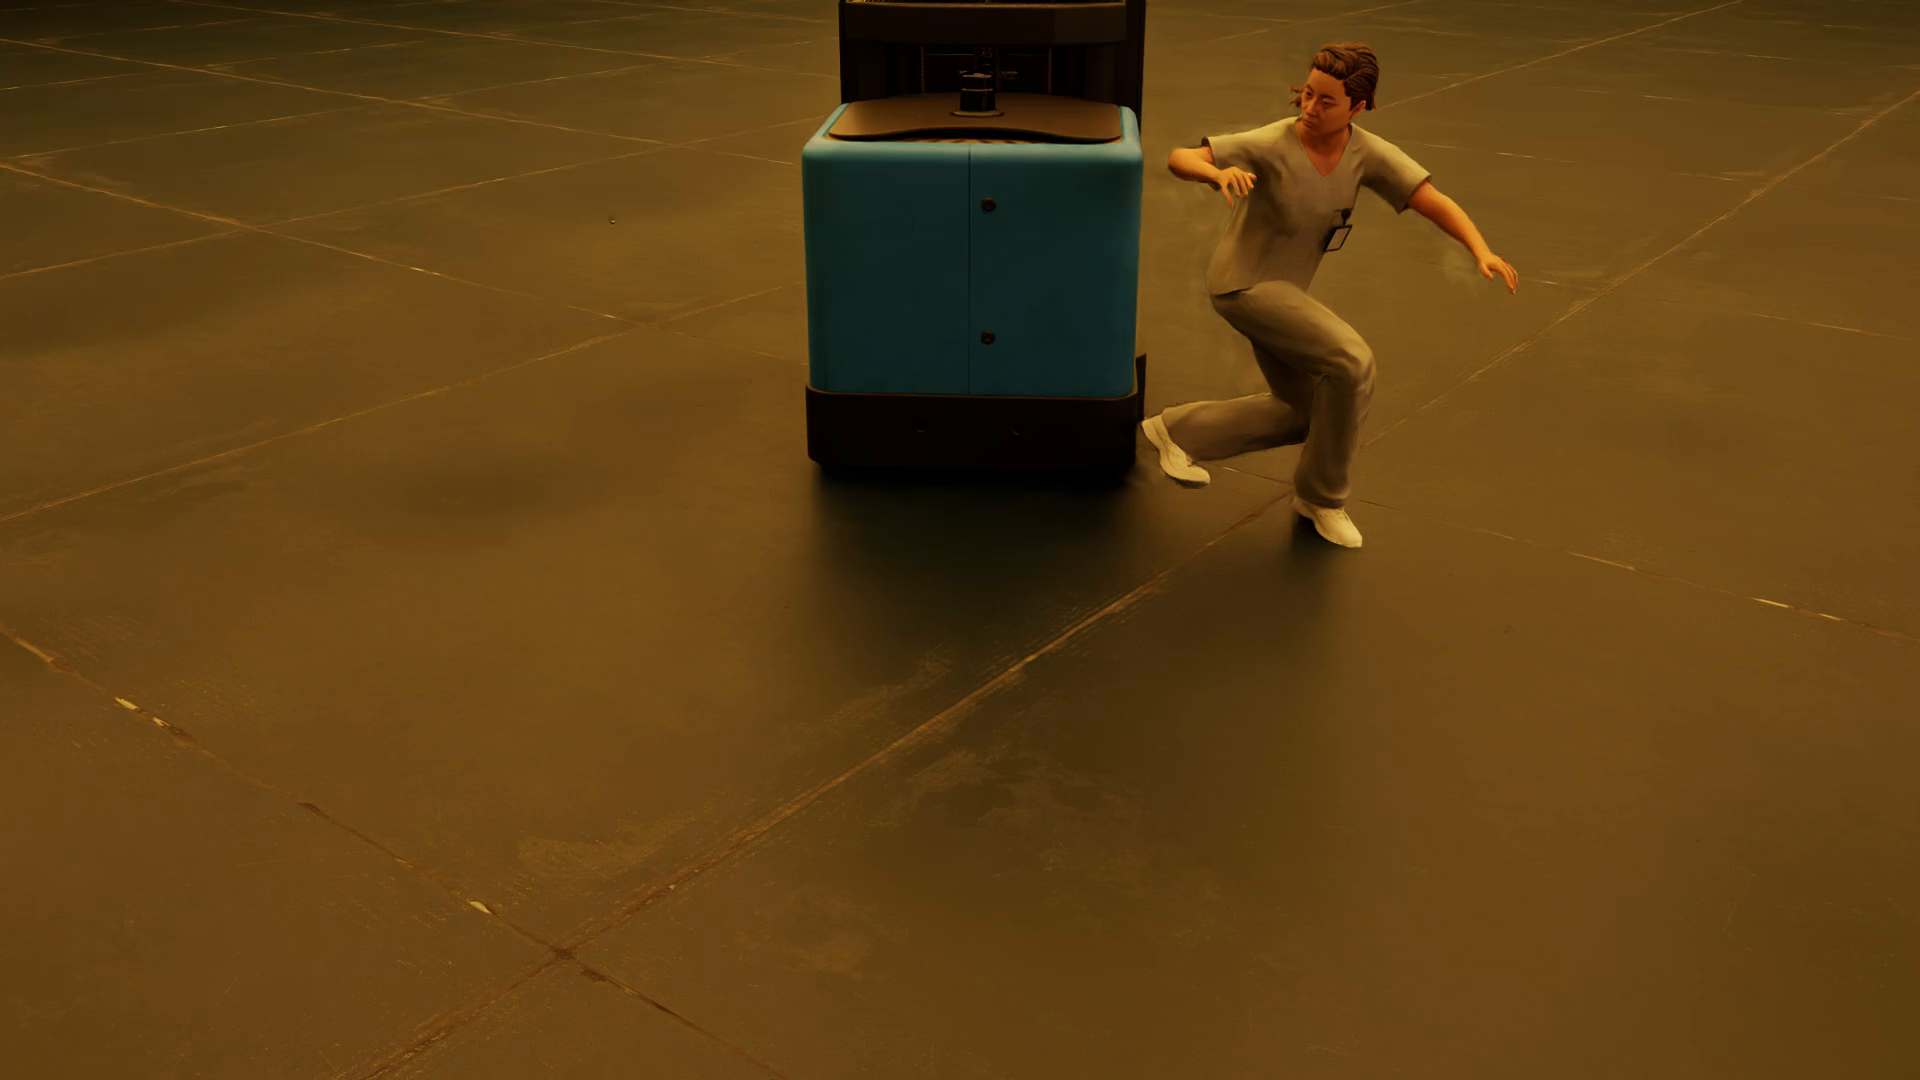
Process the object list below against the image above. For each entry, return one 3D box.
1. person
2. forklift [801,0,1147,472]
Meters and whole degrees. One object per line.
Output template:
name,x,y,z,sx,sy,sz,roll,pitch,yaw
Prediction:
person,0.978,-0.650,4.687,0.734,1.405,1.052,-21,31,-39
forklift,0.131,-2.104,6.071,1.130,2.935,3.031,2,23,4
